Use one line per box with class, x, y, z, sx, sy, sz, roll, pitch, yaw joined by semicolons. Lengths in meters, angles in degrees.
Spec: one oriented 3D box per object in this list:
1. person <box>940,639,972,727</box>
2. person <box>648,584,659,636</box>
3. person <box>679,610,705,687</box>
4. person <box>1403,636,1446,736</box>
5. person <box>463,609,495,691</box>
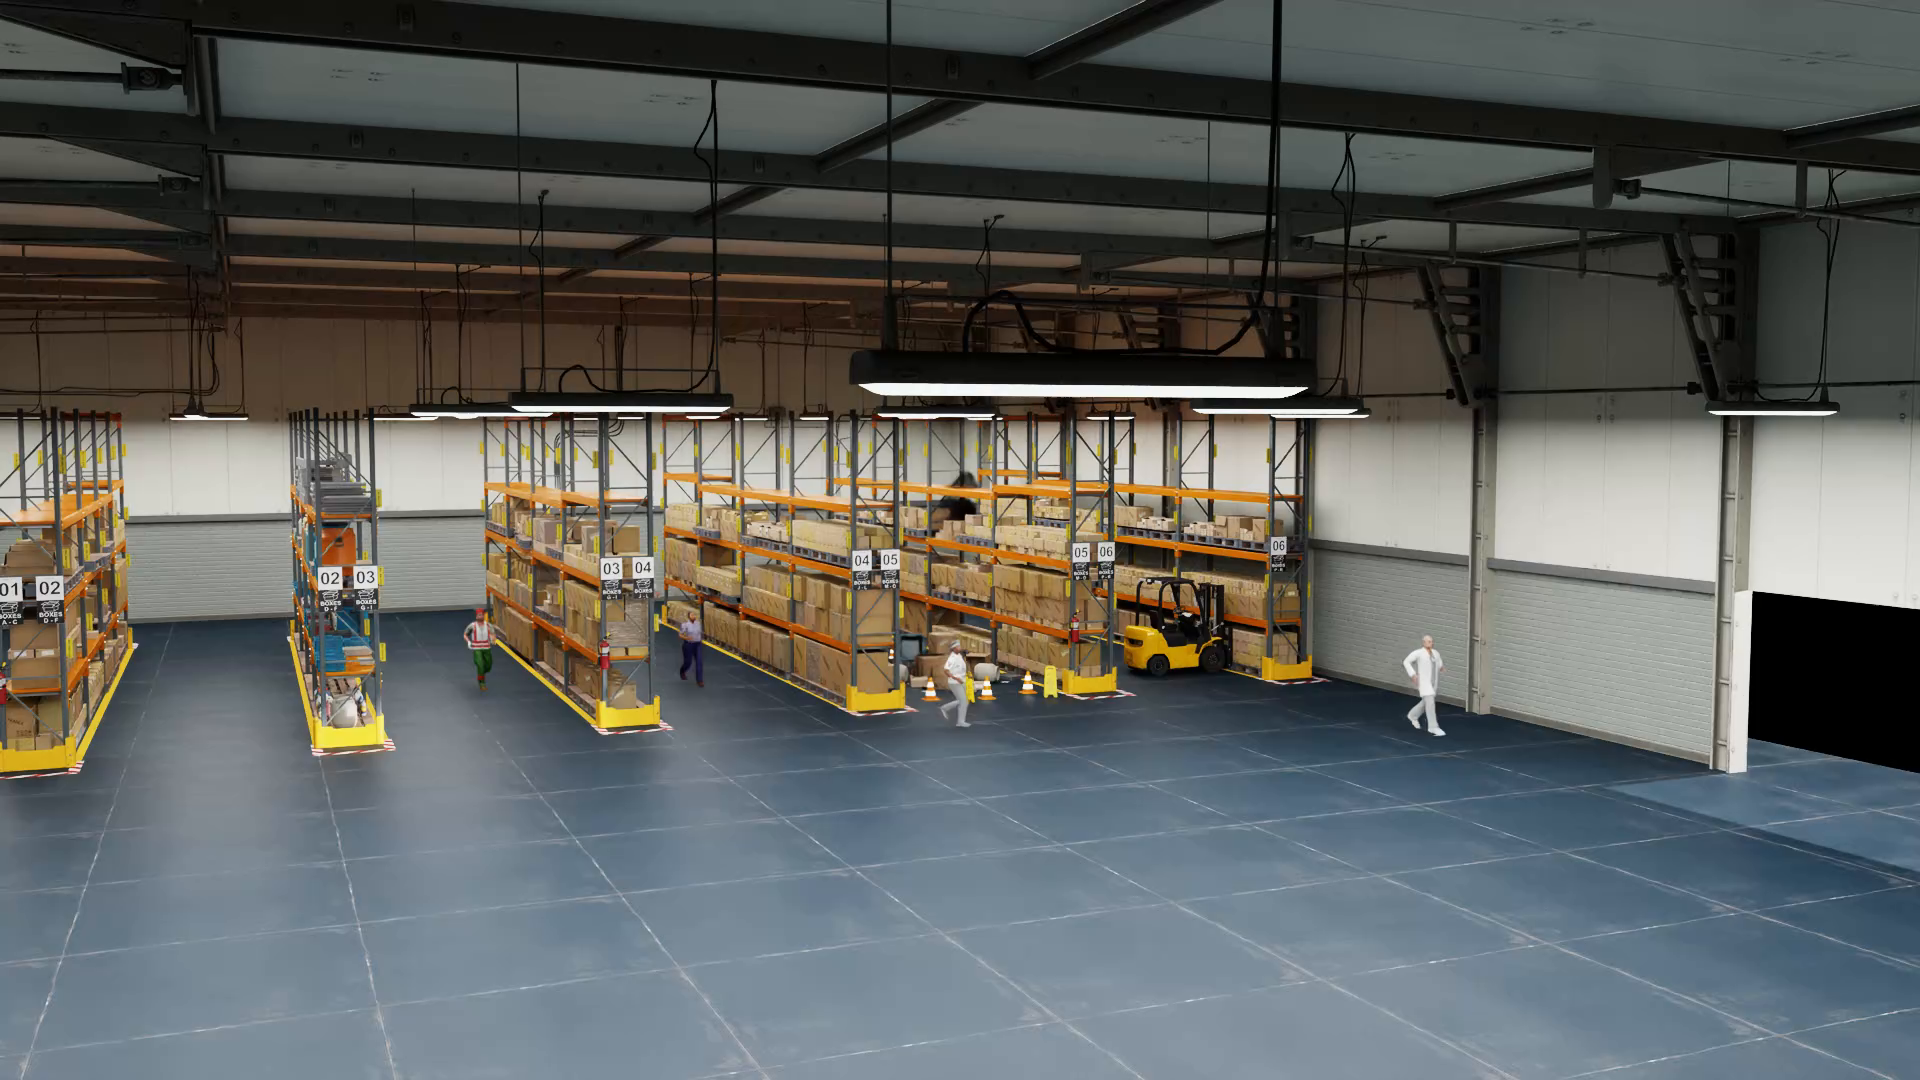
person;-0.089;2.694;31.412;0.647;1.654;0.579;2;4;22
person;-8.307;1.744;44.192;0.643;1.787;0.877;-1;4;-14
person;-5.863;2.354;36.327;0.613;1.650;0.930;-3;5;-34
person;8.610;2.653;30.674;0.702;1.776;1.033;-2;5;-30
person;-10.300;2.348;35.727;0.663;1.748;0.745;-2;5;-32
